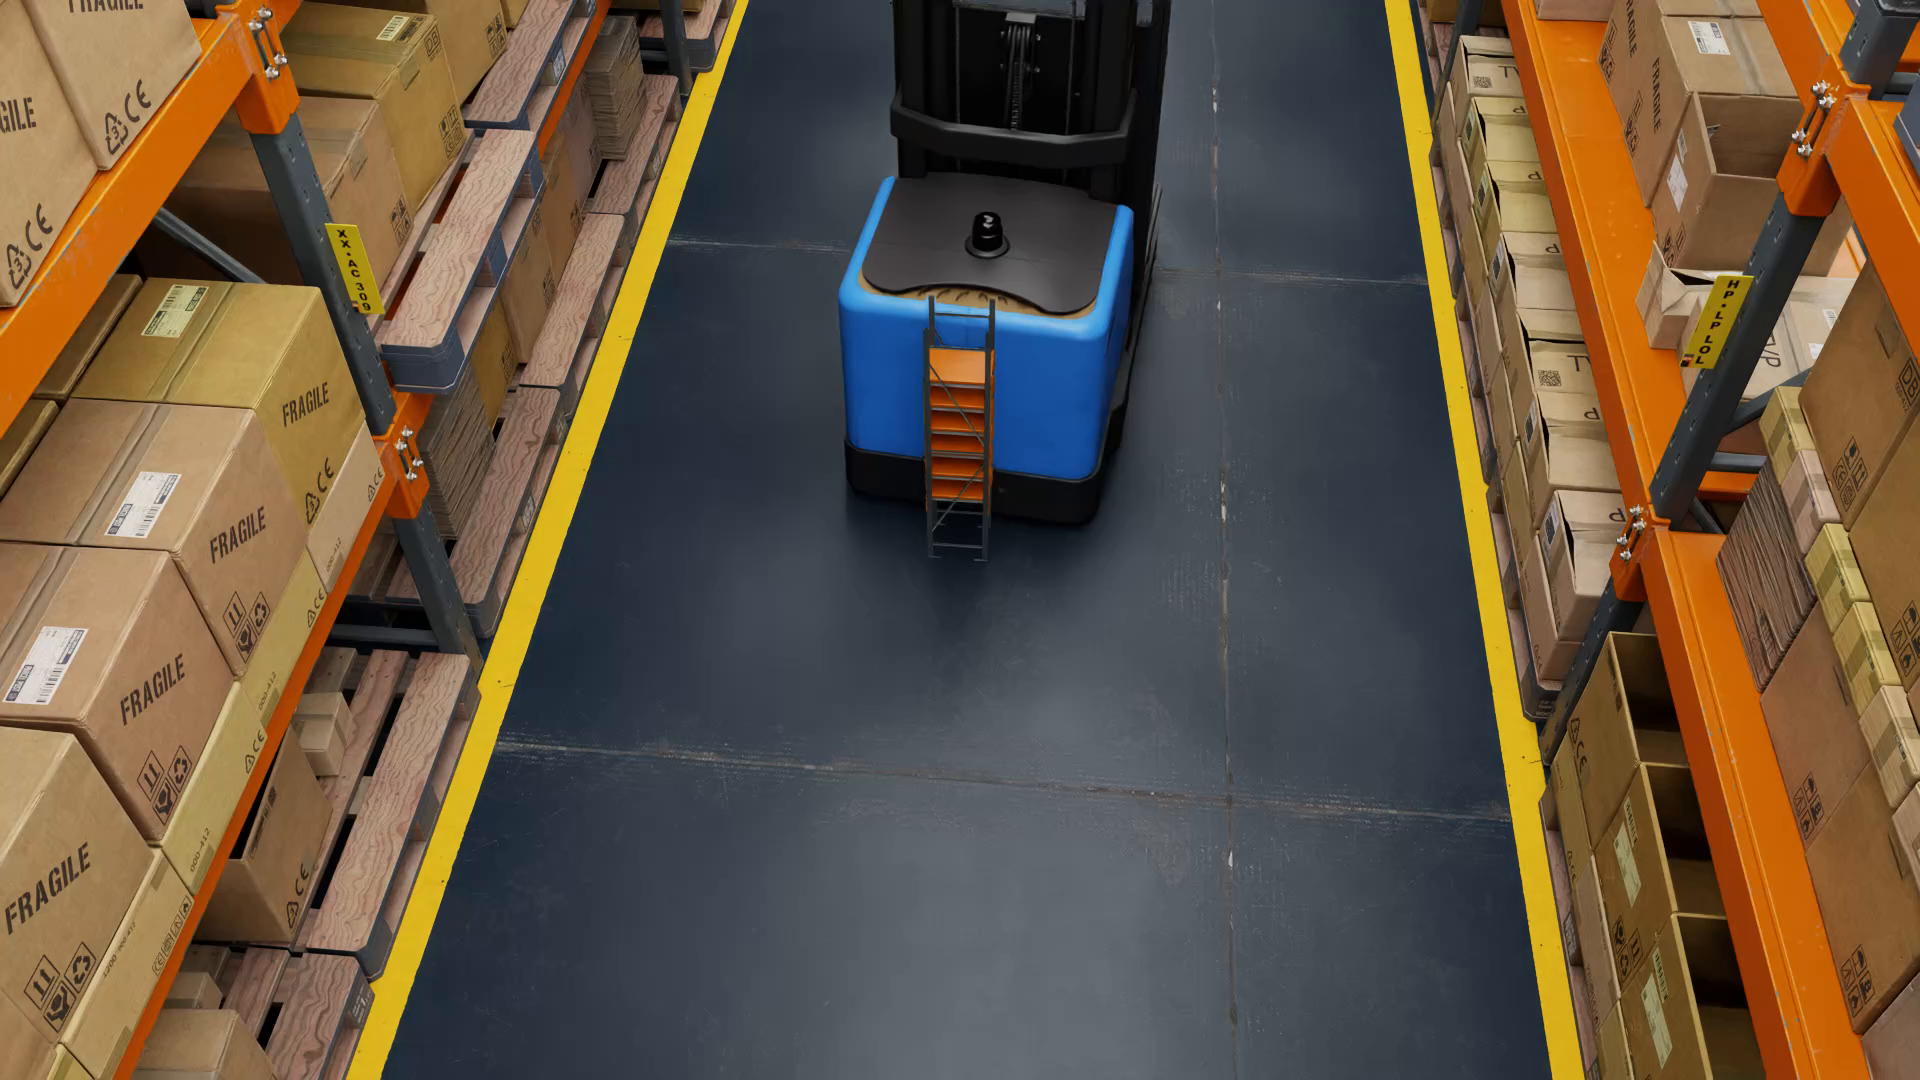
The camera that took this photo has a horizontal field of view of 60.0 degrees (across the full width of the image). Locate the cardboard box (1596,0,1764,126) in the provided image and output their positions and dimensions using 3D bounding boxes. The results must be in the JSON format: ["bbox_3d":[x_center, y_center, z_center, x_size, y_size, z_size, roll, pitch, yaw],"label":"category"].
[{"bbox_3d":[2.843,-1.941,6.450,0.500,0.500,0.500,2,48,1],"label":"cardboard box"}]

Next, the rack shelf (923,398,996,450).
[{"bbox_3d":[-0.001,-0.445,6.268,0.258,0.103,0.180,4,48,4],"label":"rack shelf"}]

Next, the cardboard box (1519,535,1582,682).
[{"bbox_3d":[2.364,0.260,6.084,0.500,0.250,0.500,3,48,3],"label":"cardboard box"}]

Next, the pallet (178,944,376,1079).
[{"bbox_3d":[-2.453,1.804,4.983,1.003,0.211,1.213,4,48,4],"label":"pallet"}]

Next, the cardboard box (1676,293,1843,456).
[{"bbox_3d":[2.616,-0.516,5.316,0.500,0.250,0.500,7,48,6],"label":"cardboard box"}]

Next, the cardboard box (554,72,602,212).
[{"bbox_3d":[-2.130,-1.873,7.852,0.700,0.500,0.500,4,48,3],"label":"cardboard box"}]

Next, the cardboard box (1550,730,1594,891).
[{"bbox_3d":[2.271,0.905,5.494,0.500,0.250,0.500,4,48,4],"label":"cardboard box"}]

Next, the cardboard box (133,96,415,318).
[{"bbox_3d":[-2.238,-1.086,5.370,0.700,0.500,0.500,4,48,4],"label":"cardboard box"}]

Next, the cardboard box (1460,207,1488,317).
[{"bbox_3d":[2.553,-1.238,7.454,0.500,0.250,0.500,3,48,2],"label":"cardboard box"}]

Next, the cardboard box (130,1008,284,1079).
[{"bbox_3d":[-2.362,1.646,4.634,0.700,0.500,0.500,1,48,1],"label":"cardboard box"}]

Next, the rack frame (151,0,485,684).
[{"bbox_3d":[-2.318,-0.532,5.230,1.000,3.000,0.127,4,48,4],"label":"rack frame"}]

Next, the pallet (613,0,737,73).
[{"bbox_3d":[-1.807,-3.104,9.472,1.003,0.211,1.213,4,48,4],"label":"pallet"}]

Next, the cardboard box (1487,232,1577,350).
[{"bbox_3d":[2.505,-1.040,6.893,0.500,0.311,0.500,3,48,3],"label":"cardboard box"}]

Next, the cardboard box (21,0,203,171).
[{"bbox_3d":[-2.118,-1.195,3.722,0.500,0.500,0.500,5,48,5],"label":"cardboard box"}]

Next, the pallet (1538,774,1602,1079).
[{"bbox_3d":[2.501,1.321,5.425,1.003,0.211,1.213,4,48,4],"label":"pallet"}]

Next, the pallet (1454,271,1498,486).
[{"bbox_3d":[2.752,-0.703,7.276,1.003,0.211,1.213,4,48,4],"label":"pallet"}]

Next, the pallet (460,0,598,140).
[{"bbox_3d":[-2.093,-1.949,6.656,1.003,0.211,1.213,4,48,4],"label":"pallet"}]

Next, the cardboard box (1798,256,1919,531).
[{"bbox_3d":[2.581,-0.347,4.113,0.700,0.500,0.500,4,48,4],"label":"cardboard box"}]

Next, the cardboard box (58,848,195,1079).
[{"bbox_3d":[-2.188,0.986,3.929,0.500,0.250,0.500,4,48,4],"label":"cardboard box"}]

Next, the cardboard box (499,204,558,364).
[{"bbox_3d":[-2.184,-1.134,7.176,0.700,0.500,0.500,4,48,4],"label":"cardboard box"}]

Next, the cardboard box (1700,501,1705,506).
[{"bbox_3d":[2.952,-0.259,6.179,0.500,0.311,0.500,3,48,3],"label":"cardboard box"}]

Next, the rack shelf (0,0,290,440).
[{"bbox_3d":[-2.501,0.168,3.044,1.077,0.370,4.000,4,48,4],"label":"rack shelf"}]

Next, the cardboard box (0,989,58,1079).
[{"bbox_3d":[-2.232,1.126,3.293,0.500,0.500,0.500,2,48,2],"label":"cardboard box"}]

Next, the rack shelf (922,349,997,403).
[{"bbox_3d":[-0.001,-0.607,6.091,0.258,0.103,0.180,4,48,4],"label":"rack shelf"}]

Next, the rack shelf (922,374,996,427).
[{"bbox_3d":[-0.001,-0.526,6.179,0.258,0.103,0.180,4,48,4],"label":"rack shelf"}]

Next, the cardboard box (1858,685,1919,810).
[{"bbox_3d":[2.306,0.481,3.796,0.380,0.149,0.250,2,48,2],"label":"cardboard box"}]

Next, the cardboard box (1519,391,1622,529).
[{"bbox_3d":[2.408,-0.304,6.220,0.500,0.311,0.500,5,48,5],"label":"cardboard box"}]

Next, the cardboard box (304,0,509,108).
[{"bbox_3d":[-2.151,-1.982,6.190,0.700,0.500,0.500,10,48,9],"label":"cardboard box"}]

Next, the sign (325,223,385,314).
[{"bbox_3d":[-1.777,-0.793,4.882,0.100,0.325,0.005,4,48,4],"label":"sign"}]

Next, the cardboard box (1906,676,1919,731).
[{"bbox_3d":[2.490,0.393,3.437,0.700,0.500,0.500,4,48,4],"label":"cardboard box"}]

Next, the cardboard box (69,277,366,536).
[{"bbox_3d":[-2.053,-0.373,4.664,0.500,0.500,0.500,4,48,3],"label":"cardboard box"}]

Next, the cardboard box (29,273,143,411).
[{"bbox_3d":[-2.569,-0.410,4.698,0.500,0.500,0.500,3,48,3],"label":"cardboard box"}]

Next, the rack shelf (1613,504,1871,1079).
[{"bbox_3d":[2.433,1.511,3.849,1.077,0.370,4.000,4,48,4],"label":"rack shelf"}]

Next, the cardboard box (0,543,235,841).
[{"bbox_3d":[-2.150,0.364,3.991,0.500,0.500,0.500,3,48,2],"label":"cardboard box"}]

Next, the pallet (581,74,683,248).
[{"bbox_3d":[-2.026,-1.956,8.422,1.003,0.211,1.213,4,48,4],"label":"pallet"}]

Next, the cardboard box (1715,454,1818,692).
[{"bbox_3d":[2.581,0.091,4.592,0.700,0.500,0.500,3,48,3],"label":"cardboard box"}]

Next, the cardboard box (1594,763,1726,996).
[{"bbox_3d":[2.223,1.019,4.882,0.500,0.500,0.500,4,48,4],"label":"cardboard box"}]

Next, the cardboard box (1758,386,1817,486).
[{"bbox_3d":[2.398,-0.270,4.483,0.380,0.149,0.250,4,48,3],"label":"cardboard box"}]

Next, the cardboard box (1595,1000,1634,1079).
[{"bbox_3d":[2.170,1.639,4.823,0.500,0.250,0.500,4,48,4],"label":"cardboard box"}]

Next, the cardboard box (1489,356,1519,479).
[{"bbox_3d":[2.458,-0.487,6.767,0.500,0.250,0.500,5,48,4],"label":"cardboard box"}]

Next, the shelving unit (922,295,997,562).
[{"bbox_3d":[-0.001,-0.394,6.323,0.258,1.200,0.189,4,48,4],"label":"shelving unit"}]

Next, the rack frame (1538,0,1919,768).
[{"bbox_3d":[2.615,-0.202,4.928,1.000,3.000,0.127,4,48,4],"label":"rack frame"}]

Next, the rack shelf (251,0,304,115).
[{"bbox_3d":[-2.136,-2.771,5.732,1.077,0.370,4.000,4,48,4],"label":"rack shelf"}]

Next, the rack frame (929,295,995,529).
[{"bbox_3d":[0.007,-0.462,6.385,0.240,1.200,0.006,4,48,4],"label":"rack frame"}]

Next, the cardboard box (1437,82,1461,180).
[{"bbox_3d":[2.639,-1.990,8.142,0.500,0.250,0.500,4,48,3],"label":"cardboard box"}]

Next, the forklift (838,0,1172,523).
[{"bbox_3d":[0.327,-2.166,6.770,1.130,2.935,3.031,9,48,8],"label":"forklift"}]

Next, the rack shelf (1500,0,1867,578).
[{"bbox_3d":[2.797,-1.428,6.537,1.077,0.370,4.000,4,48,4],"label":"rack shelf"}]

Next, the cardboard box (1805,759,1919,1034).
[{"bbox_3d":[2.490,0.848,3.900,0.700,0.500,0.500,5,48,4],"label":"cardboard box"}]

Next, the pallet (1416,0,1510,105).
[{"bbox_3d":[3.085,-2.746,9.144,1.003,0.211,1.213,4,48,4],"label":"pallet"}]

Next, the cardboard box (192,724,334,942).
[{"bbox_3d":[-2.373,0.929,5.290,0.500,0.500,0.500,1,48,1],"label":"cardboard box"}]

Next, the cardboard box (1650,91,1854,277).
[{"bbox_3d":[2.749,-1.186,5.760,0.500,0.500,0.500,7,48,6],"label":"cardboard box"}]

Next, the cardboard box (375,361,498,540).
[{"bbox_3d":[-2.268,-0.379,6.485,0.700,0.500,0.500,5,48,5],"label":"cardboard box"}]

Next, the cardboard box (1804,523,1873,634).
[{"bbox_3d":[2.353,0.104,4.140,0.380,0.149,0.250,3,48,3],"label":"cardboard box"}]

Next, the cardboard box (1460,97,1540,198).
[{"bbox_3d":[2.600,-1.792,7.581,0.500,0.311,0.500,3,48,3],"label":"cardboard box"}]

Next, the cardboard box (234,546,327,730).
[{"bbox_3d":[-2.113,0.246,4.606,0.500,0.250,0.500,4,48,4],"label":"cardboard box"}]

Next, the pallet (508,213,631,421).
[{"bbox_3d":[-2.140,-1.062,7.604,1.003,0.211,1.213,4,48,4],"label":"pallet"}]
